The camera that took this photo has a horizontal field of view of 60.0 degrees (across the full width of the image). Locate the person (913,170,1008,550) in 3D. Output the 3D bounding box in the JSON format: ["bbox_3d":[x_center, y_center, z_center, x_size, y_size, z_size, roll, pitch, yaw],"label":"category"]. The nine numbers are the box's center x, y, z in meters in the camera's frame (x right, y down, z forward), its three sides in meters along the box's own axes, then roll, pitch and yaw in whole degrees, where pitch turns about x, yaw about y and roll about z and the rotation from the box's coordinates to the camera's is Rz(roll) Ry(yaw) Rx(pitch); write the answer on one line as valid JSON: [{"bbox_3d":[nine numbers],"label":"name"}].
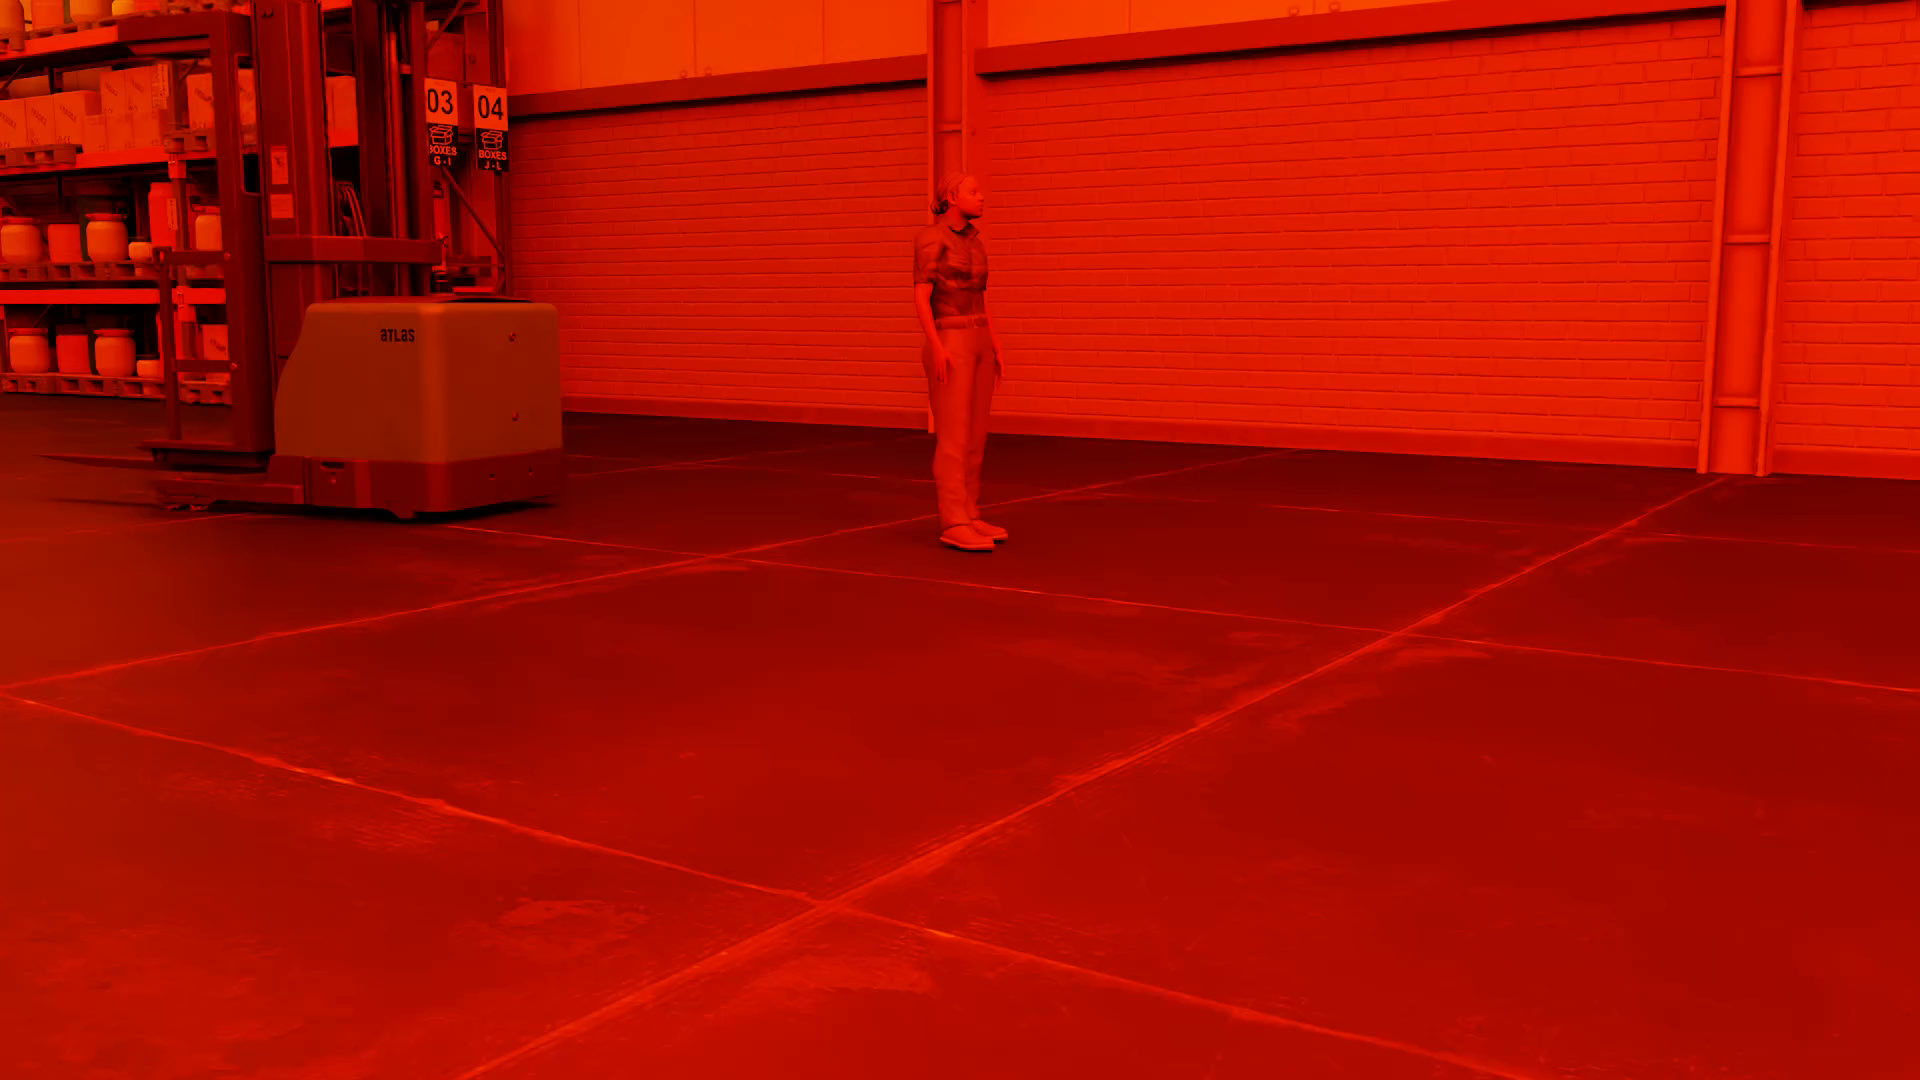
[{"bbox_3d":[0.061,-0.817,7.421,0.504,1.654,0.569,5,10,34],"label":"person"}]

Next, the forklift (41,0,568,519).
[{"bbox_3d":[-3.666,-1.664,8.894,3.031,2.935,1.130,4,9,24],"label":"forklift"}]
